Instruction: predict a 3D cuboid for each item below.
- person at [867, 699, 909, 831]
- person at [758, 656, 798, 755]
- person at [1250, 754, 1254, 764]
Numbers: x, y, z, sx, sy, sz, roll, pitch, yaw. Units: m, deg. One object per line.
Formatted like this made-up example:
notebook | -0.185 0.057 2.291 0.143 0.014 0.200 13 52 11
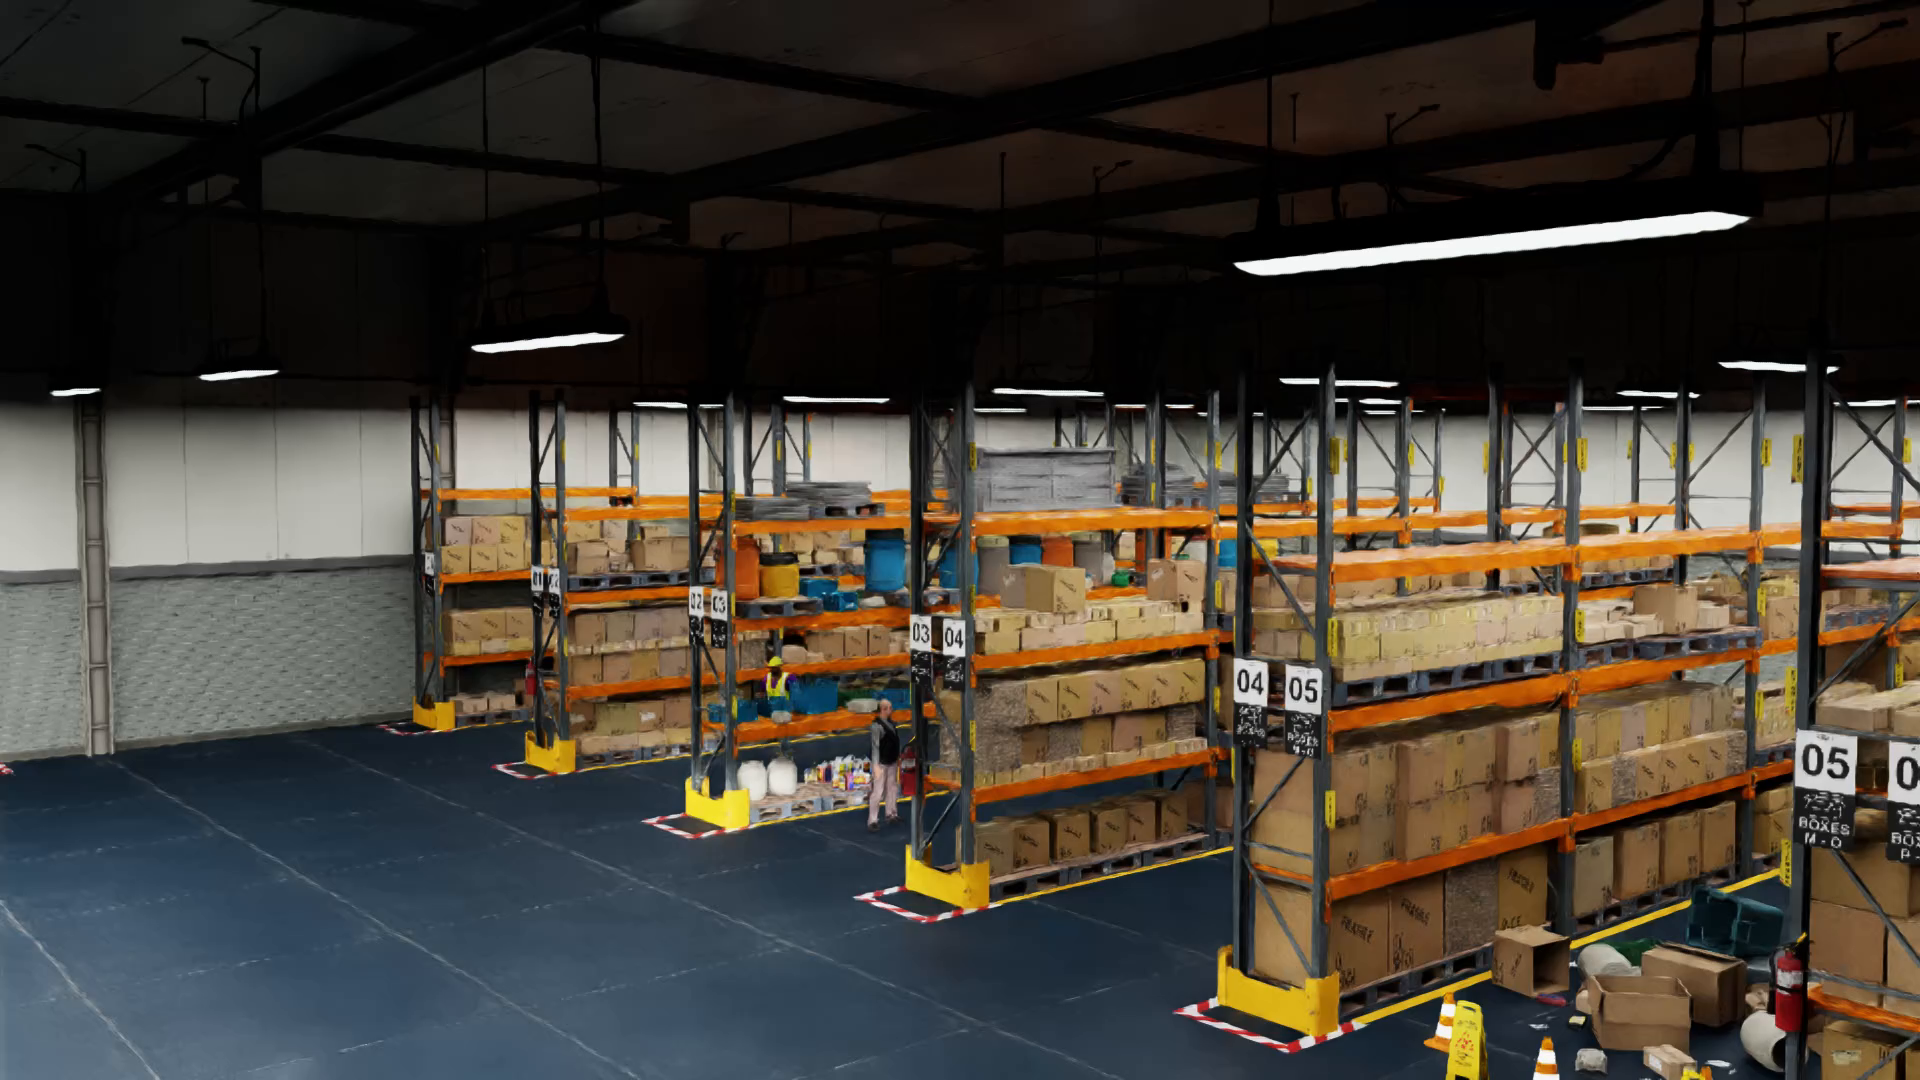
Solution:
person | -0.972 2.979 22.149 0.463 1.731 0.591 2 4 24
person | -2.895 2.719 26.932 0.705 1.700 0.828 2 4 32
person | 4.551 2.755 26.501 0.845 1.704 0.718 -2 4 -35
